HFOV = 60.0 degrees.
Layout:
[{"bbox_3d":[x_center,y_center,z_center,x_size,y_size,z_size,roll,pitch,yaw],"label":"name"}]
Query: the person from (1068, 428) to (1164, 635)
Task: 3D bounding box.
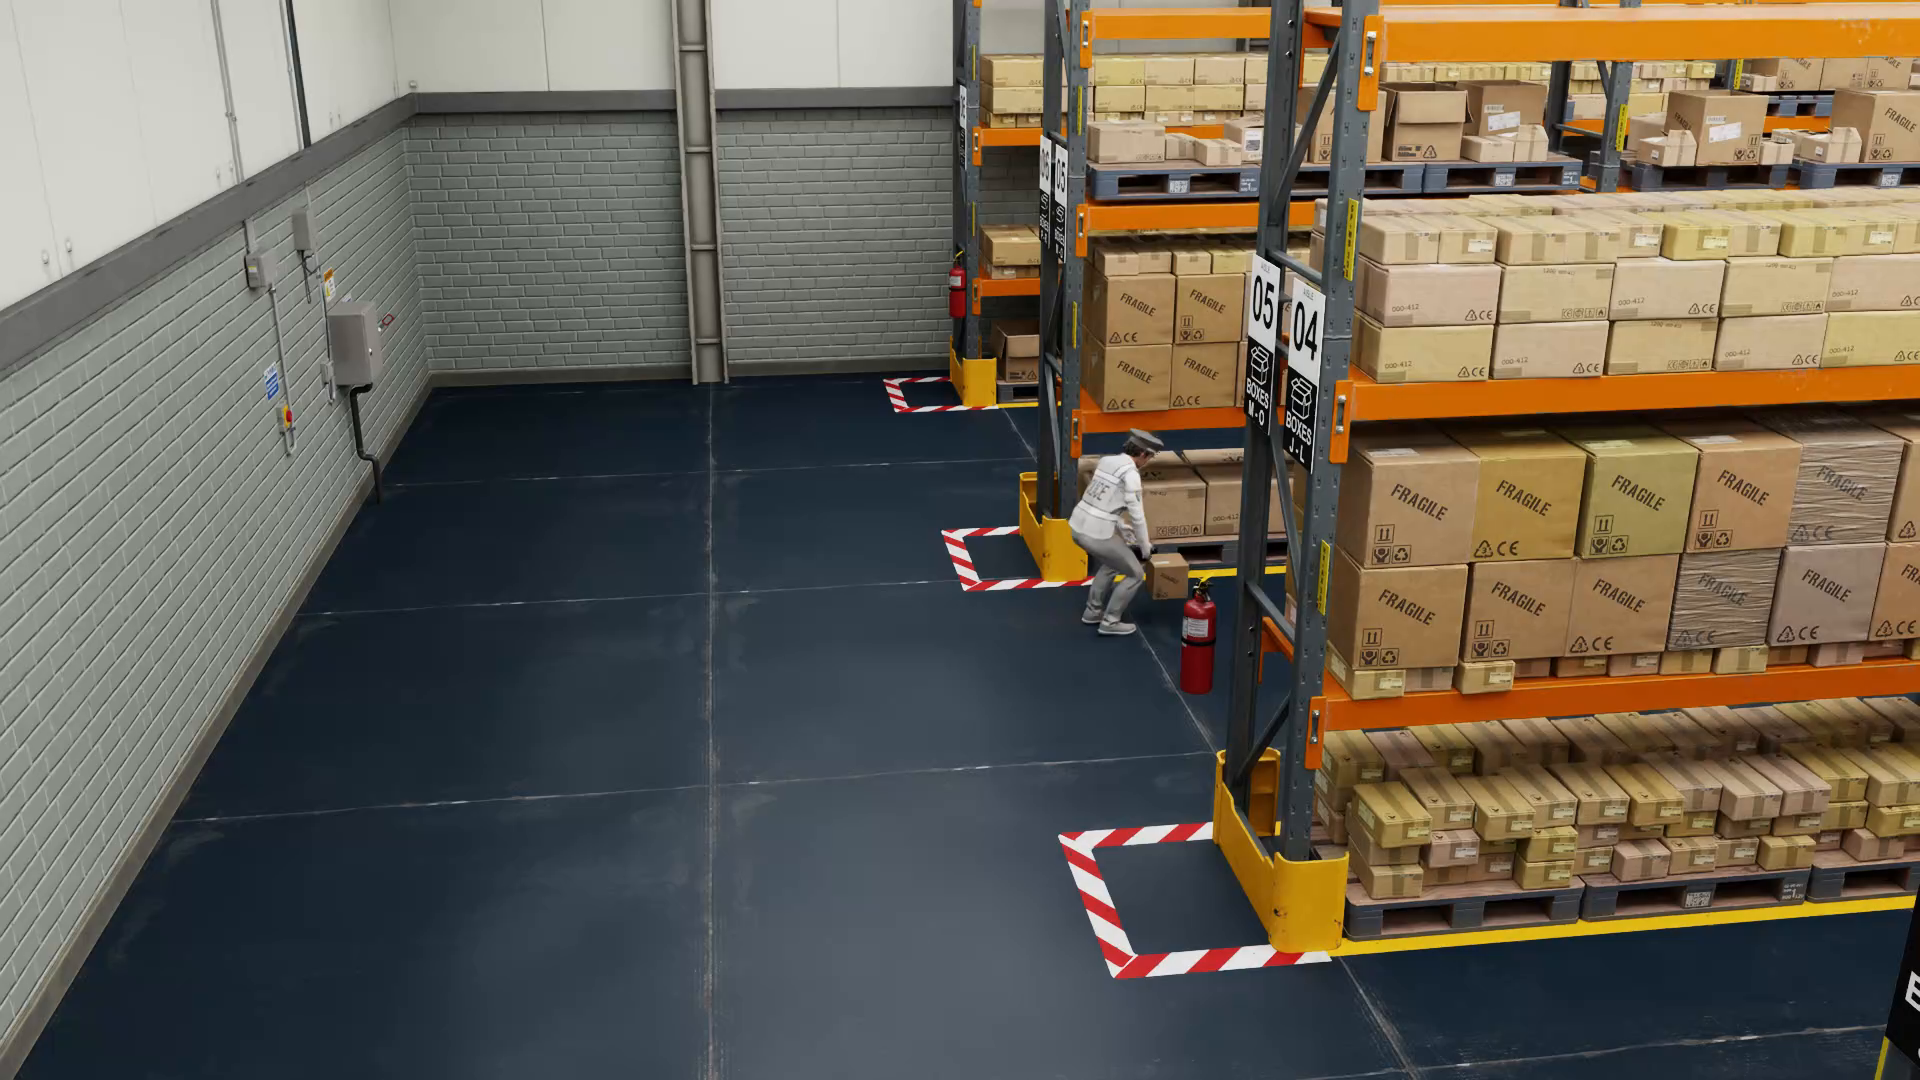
[{"bbox_3d":[1.084,-0.065,11.608,0.666,1.430,0.534,-7,21,-19],"label":"person"}]
